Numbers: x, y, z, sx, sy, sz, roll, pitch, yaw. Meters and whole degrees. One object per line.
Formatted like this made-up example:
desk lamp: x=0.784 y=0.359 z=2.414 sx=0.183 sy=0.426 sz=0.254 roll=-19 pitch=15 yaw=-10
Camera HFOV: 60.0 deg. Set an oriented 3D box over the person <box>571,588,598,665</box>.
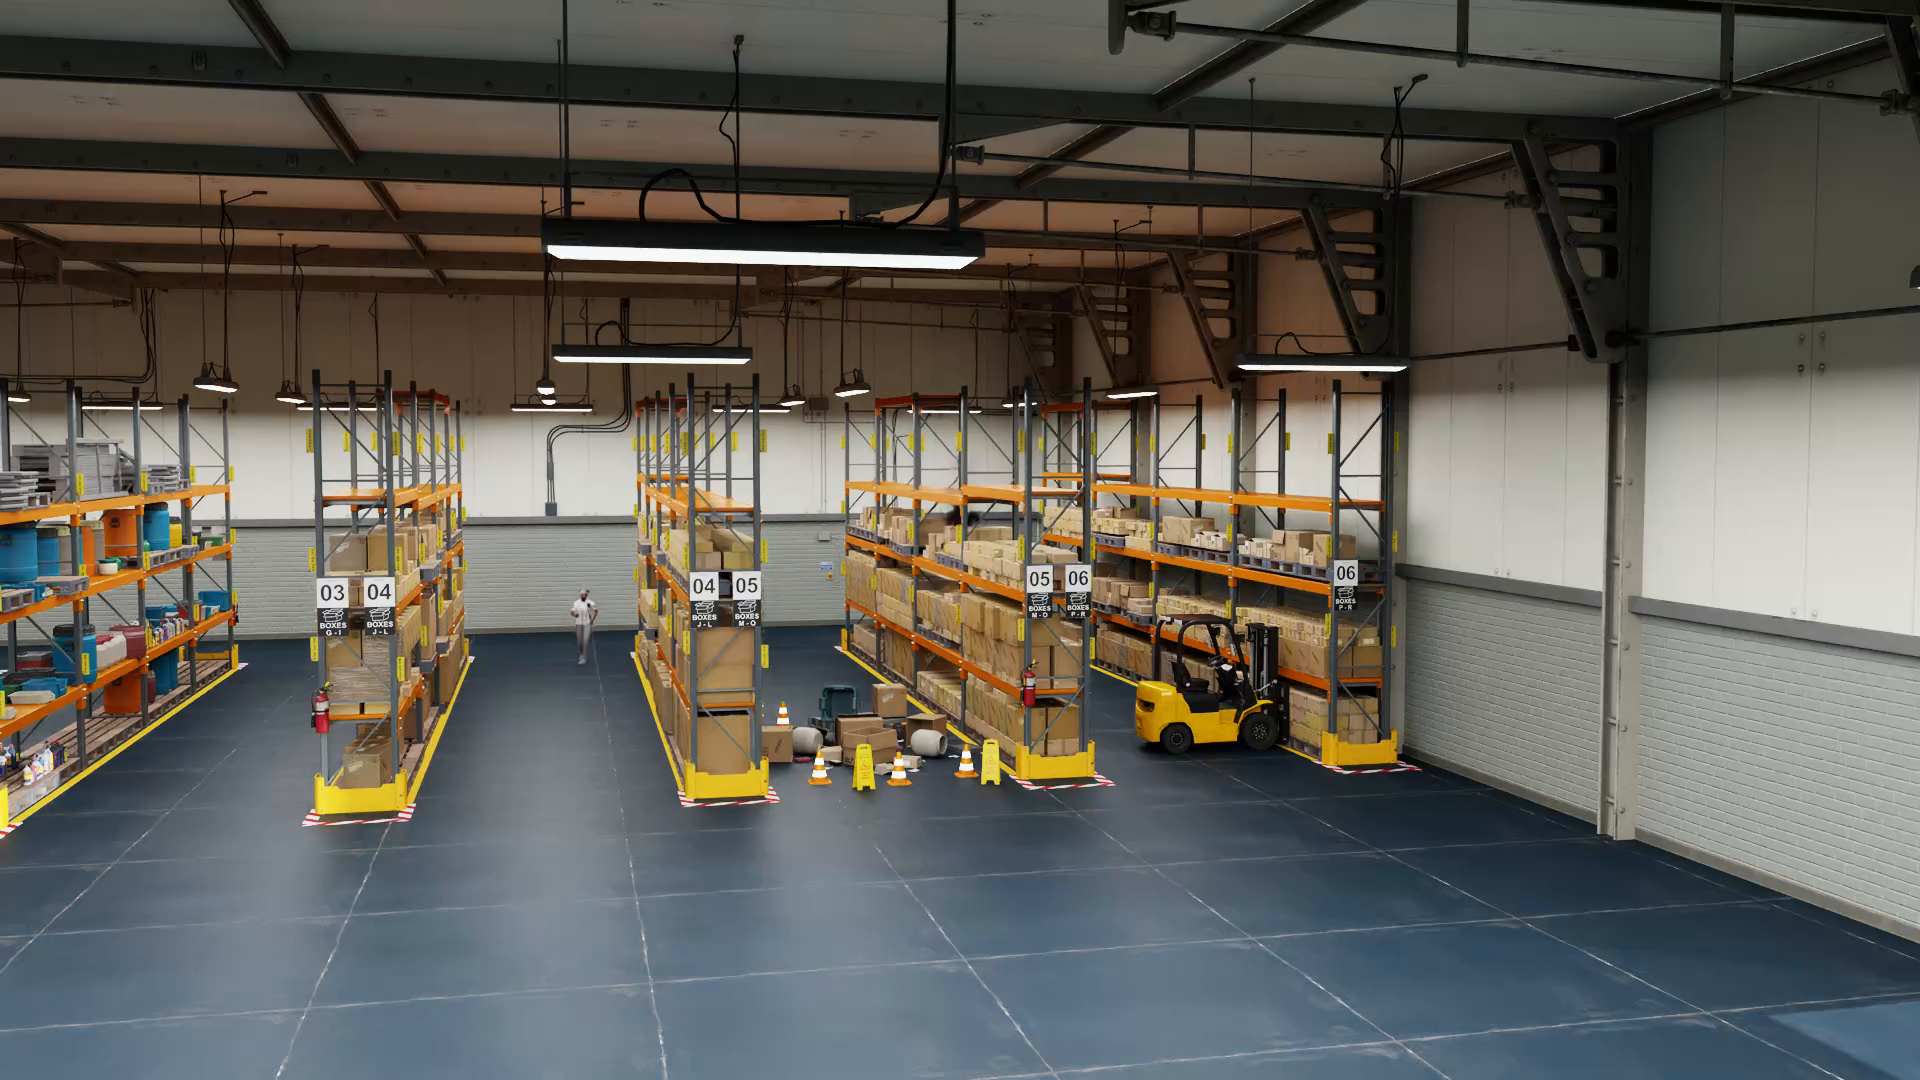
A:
person: x=-8.607 y=1.953 z=37.987 sx=0.588 sy=1.718 sz=0.833 roll=0 pitch=3 yaw=1
